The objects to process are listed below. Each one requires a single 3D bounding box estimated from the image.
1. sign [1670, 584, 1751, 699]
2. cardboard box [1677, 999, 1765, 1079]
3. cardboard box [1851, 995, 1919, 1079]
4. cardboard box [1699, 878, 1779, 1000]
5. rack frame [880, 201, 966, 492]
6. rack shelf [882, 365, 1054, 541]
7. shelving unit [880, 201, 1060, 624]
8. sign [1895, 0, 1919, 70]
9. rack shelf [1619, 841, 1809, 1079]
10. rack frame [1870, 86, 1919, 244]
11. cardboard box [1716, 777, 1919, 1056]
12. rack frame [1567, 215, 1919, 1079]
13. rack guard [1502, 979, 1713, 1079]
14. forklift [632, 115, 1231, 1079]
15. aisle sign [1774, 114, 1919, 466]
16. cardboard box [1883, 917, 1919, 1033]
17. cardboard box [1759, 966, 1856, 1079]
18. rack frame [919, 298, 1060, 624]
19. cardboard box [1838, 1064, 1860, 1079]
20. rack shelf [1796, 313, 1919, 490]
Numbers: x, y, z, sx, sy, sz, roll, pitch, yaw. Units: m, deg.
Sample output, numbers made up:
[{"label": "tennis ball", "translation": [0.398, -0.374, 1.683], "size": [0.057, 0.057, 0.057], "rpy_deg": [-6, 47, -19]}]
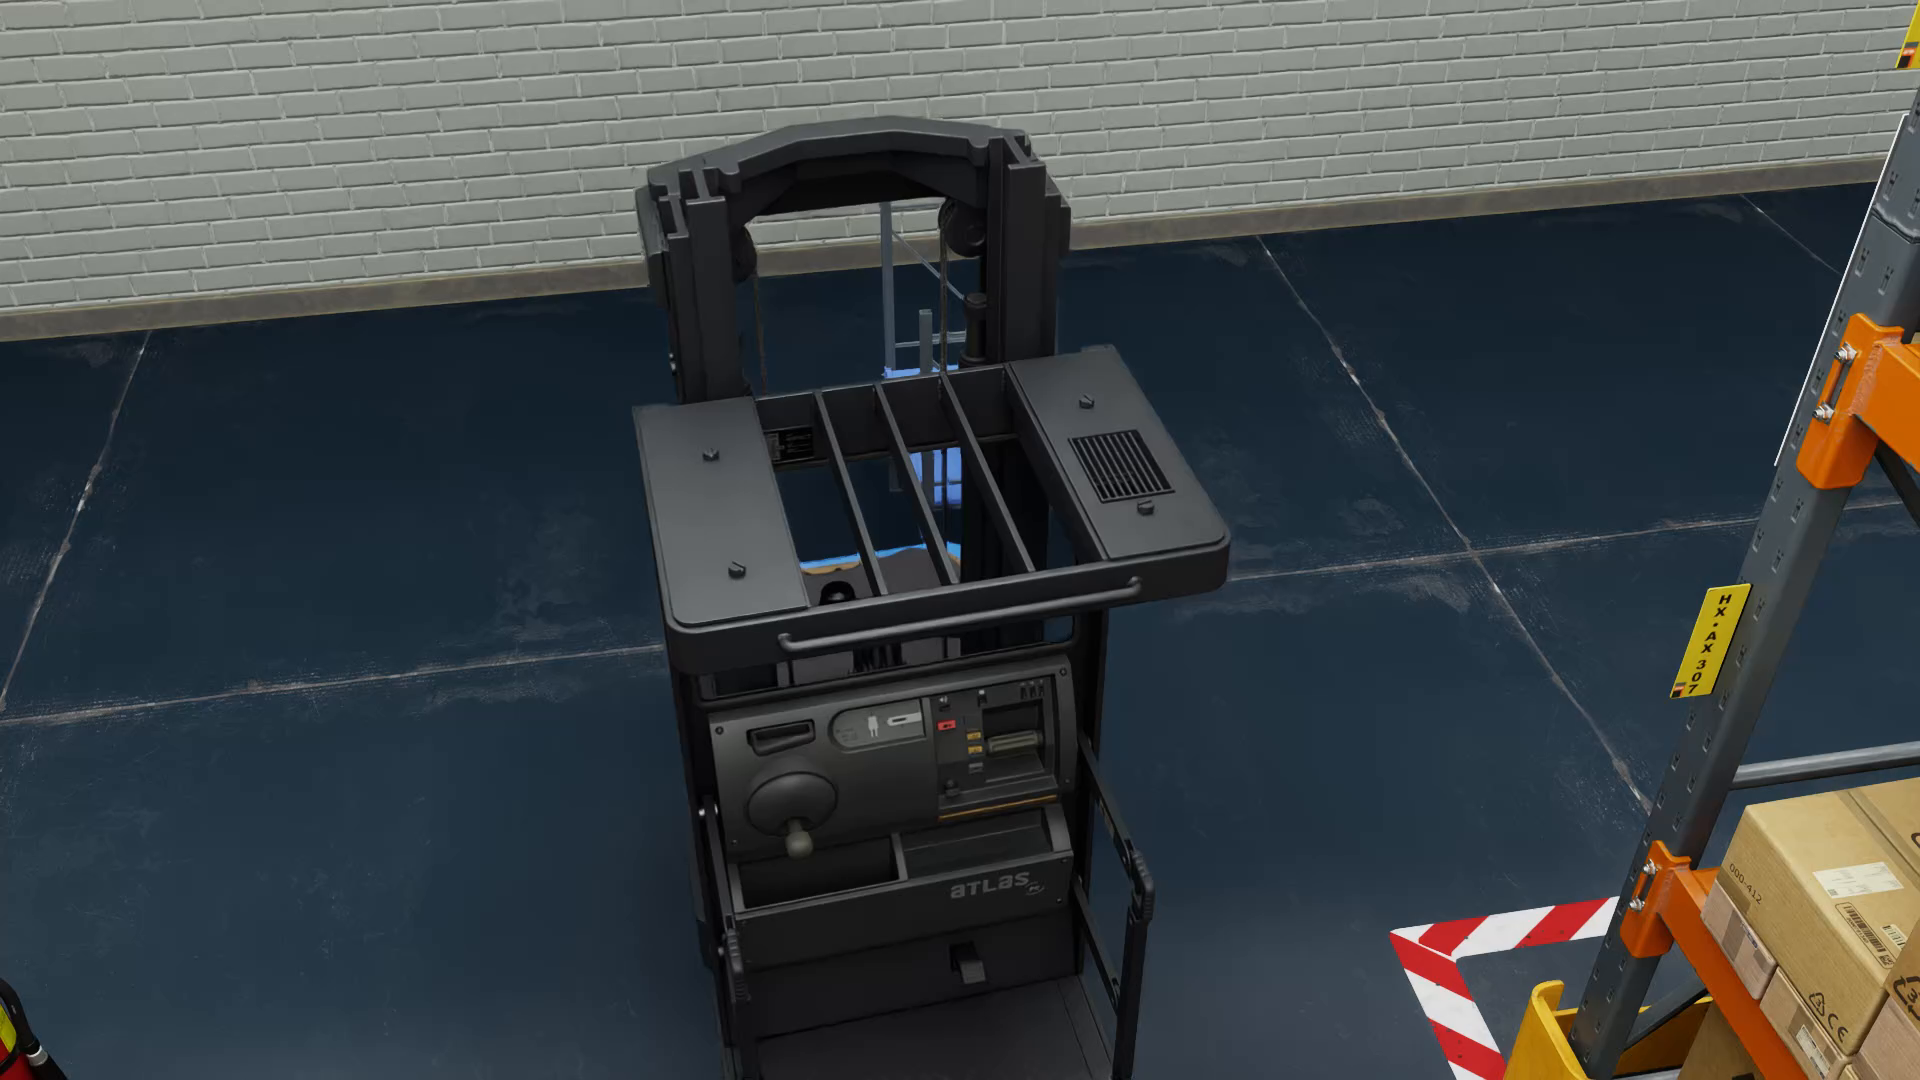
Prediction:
[{"label": "sign", "translation": [1.685, 0.231, 3.738], "size": [0.100, 0.325, 0.005], "rpy_deg": [-6, 38, -8]}, {"label": "cardboard box", "translation": [2.423, 1.599, 4.137], "size": [0.875, 0.875, 0.875], "rpy_deg": [-6, 38, -8]}, {"label": "cardboard box", "translation": [2.148, 1.122, 3.241], "size": [0.500, 0.250, 0.500], "rpy_deg": [-7, 38, -9]}, {"label": "cardboard box", "translation": [1.970, 0.897, 3.855], "size": [0.380, 0.149, 0.250], "rpy_deg": [-6, 38, -7]}, {"label": "rack frame", "translation": [-0.074, -0.848, 7.119], "size": [0.500, 1.500, 0.032], "rpy_deg": [-6, 38, -8]}, {"label": "rack shelf", "translation": [0.015, -0.399, 6.834], "size": [0.538, 0.185, 1.000], "rpy_deg": [-6, 38, -8]}, {"label": "shelving unit", "translation": [0.015, -0.541, 6.724], "size": [0.538, 1.500, 1.048], "rpy_deg": [-6, 38, -8]}, {"label": "sign", "translation": [1.685, -0.957, 2.815], "size": [0.100, 0.325, 0.005], "rpy_deg": [-6, 38, -8]}, {"label": "rack shelf", "translation": [2.583, 2.040, 2.766], "size": [1.077, 0.370, 4.000], "rpy_deg": [-6, 38, -8]}, {"label": "rack frame", "translation": [2.232, -1.821, 2.260], "size": [1.000, 3.000, 0.127], "rpy_deg": [-6, 38, -8]}, {"label": "cardboard box", "translation": [2.050, 0.808, 3.644], "size": [0.500, 0.250, 0.500], "rpy_deg": [-7, 38, -9]}, {"label": "rack frame", "translation": [2.232, 0.548, 4.100], "size": [1.000, 3.000, 0.127], "rpy_deg": [-6, 38, -8]}, {"label": "rack guard", "translation": [2.228, 1.520, 4.886], "size": [1.175, 0.500, 0.348], "rpy_deg": [-6, 38, -8]}, {"label": "forklift", "translation": [-0.104, 0.626, 4.055], "size": [1.130, 2.935, 3.031], "rpy_deg": [-9, 39, -11]}, {"label": "aisle sign", "translation": [1.924, -0.490, 3.317], "size": [0.394, 0.787, 0.004], "rpy_deg": [-6, 38, -8]}, {"label": "cardboard box", "translation": [2.138, 0.814, 3.025], "size": [0.500, 0.500, 0.500], "rpy_deg": [-7, 38, -9]}, {"label": "cardboard box", "translation": [2.016, 1.052, 3.656], "size": [0.380, 0.149, 0.250], "rpy_deg": [-7, 38, -9]}, {"label": "rack frame", "translation": [0.104, -0.234, 6.328], "size": [0.500, 1.500, 0.032], "rpy_deg": [-6, 38, -8]}, {"label": "cardboard box", "translation": [2.061, 1.206, 3.457], "size": [0.380, 0.149, 0.250], "rpy_deg": [-7, 38, -9]}, {"label": "rack shelf", "translation": [2.583, 0.855, 1.846], "size": [1.077, 0.370, 4.000], "rpy_deg": [-6, 38, -8]}]
